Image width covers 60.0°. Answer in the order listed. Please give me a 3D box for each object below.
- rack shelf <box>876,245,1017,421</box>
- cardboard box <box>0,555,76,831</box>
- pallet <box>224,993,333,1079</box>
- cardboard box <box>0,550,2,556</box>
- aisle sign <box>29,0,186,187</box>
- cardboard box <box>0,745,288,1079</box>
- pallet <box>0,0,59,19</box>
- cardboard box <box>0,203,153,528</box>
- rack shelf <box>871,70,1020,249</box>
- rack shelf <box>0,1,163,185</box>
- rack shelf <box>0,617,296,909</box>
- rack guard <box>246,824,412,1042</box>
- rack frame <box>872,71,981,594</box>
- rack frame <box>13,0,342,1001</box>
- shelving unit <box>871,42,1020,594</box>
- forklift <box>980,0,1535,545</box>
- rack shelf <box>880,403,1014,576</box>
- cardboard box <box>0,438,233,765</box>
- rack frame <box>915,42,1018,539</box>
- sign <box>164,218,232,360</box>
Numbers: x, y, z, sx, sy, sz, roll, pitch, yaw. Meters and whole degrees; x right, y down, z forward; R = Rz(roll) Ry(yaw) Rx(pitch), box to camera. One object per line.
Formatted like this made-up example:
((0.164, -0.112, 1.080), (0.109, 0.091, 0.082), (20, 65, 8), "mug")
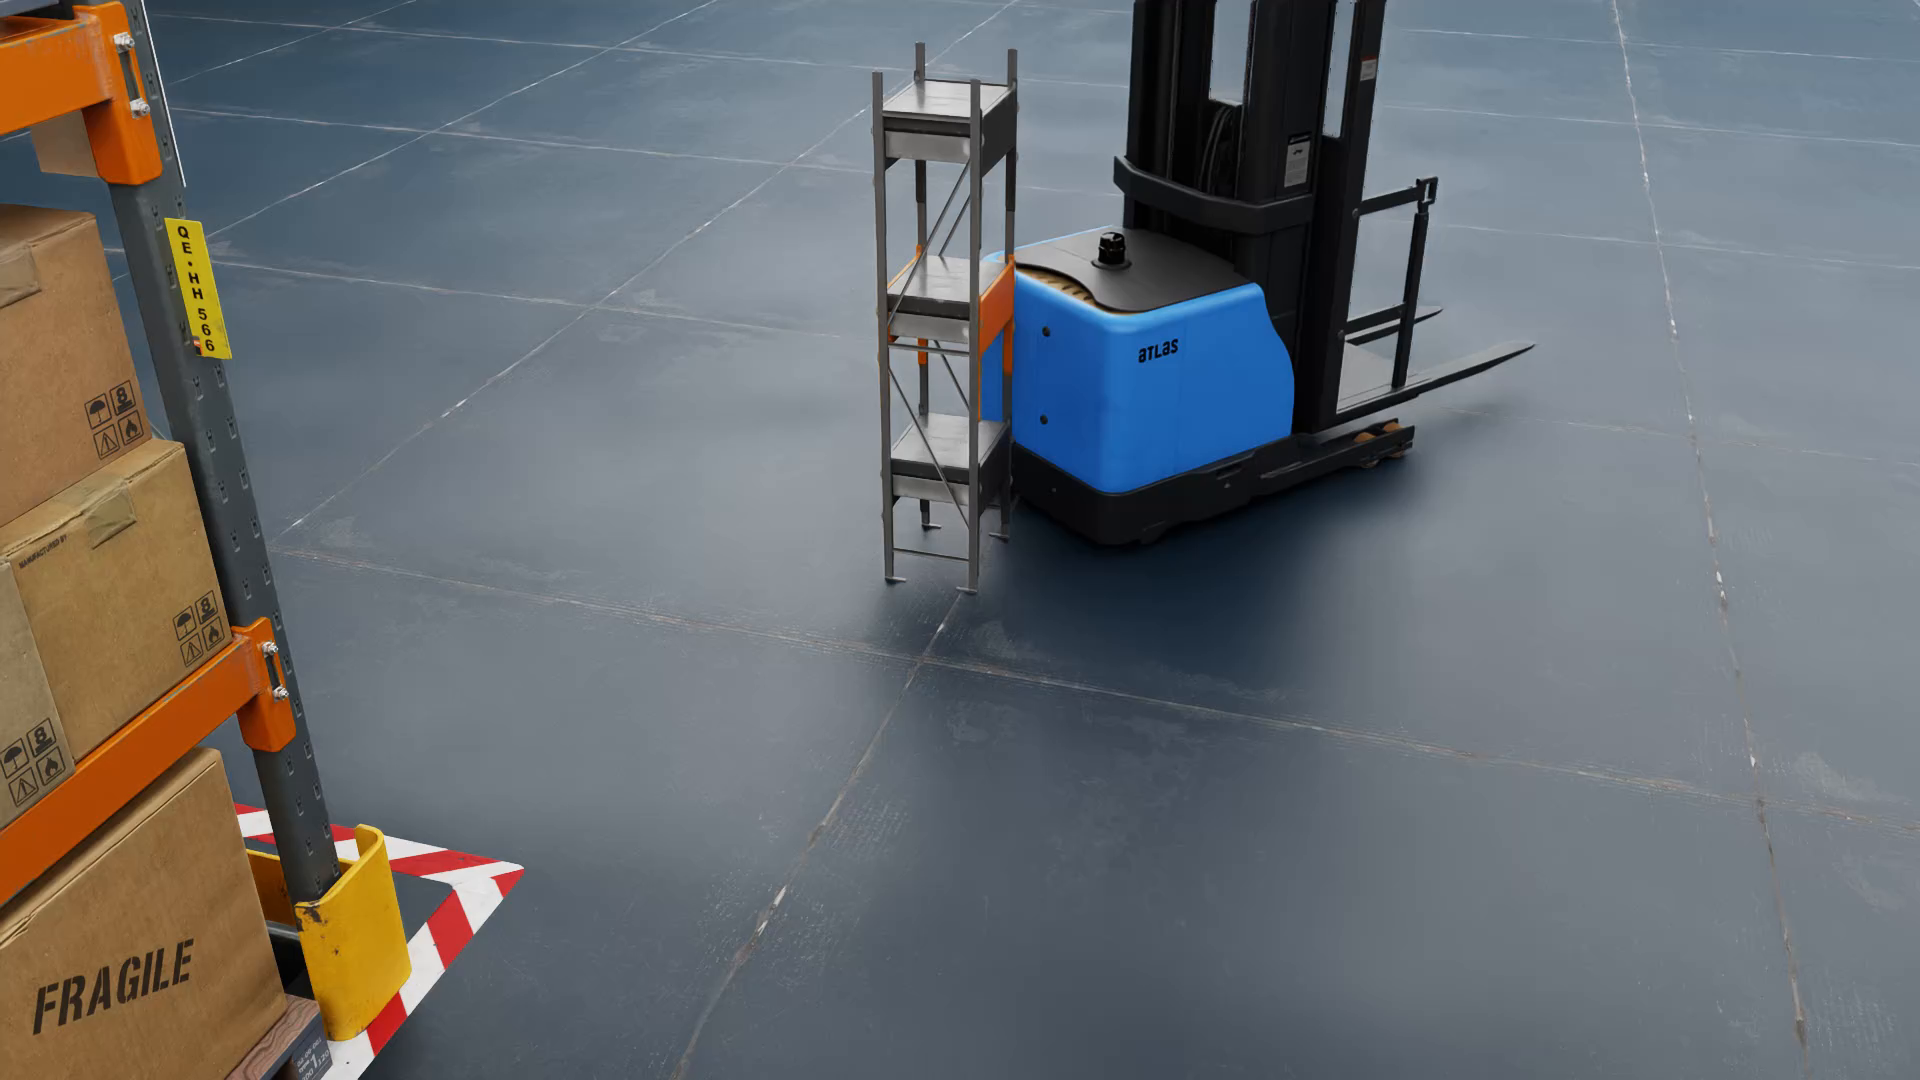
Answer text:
((-0.049, -0.829, 6.608), (0.431, 0.518, 0.480), (8, 30, 15), "rack shelf")
((-2.436, 0.335, 3.407), (0.875, 0.550, 0.550), (8, 30, 15), "cardboard box")
((-2.390, 1.565, 4.221), (1.003, 0.211, 1.213), (8, 30, 15), "pallet")
((-2.449, -0.139, 3.148), (0.875, 0.550, 0.550), (8, 30, 15), "cardboard box")
((-1.922, -1.163, 3.581), (0.394, 0.787, 0.004), (8, 30, 15), "aisle sign")
((-2.366, 1.033, 4.062), (0.875, 0.875, 0.875), (9, 30, 15), "cardboard box")
((-2.438, -0.963, 2.901), (1.003, 0.211, 1.213), (8, 30, 15), "pallet")
((-2.376, -0.407, 3.632), (0.875, 0.550, 0.550), (8, 30, 15), "cardboard box")
((-0.049, -1.440, 6.268), (0.431, 0.518, 0.480), (8, 30, 15), "rack shelf")
((-2.817, -0.104, 2.006), (1.077, 0.370, 4.000), (8, 30, 15), "rack shelf")
((-2.817, 1.207, 2.735), (1.077, 0.370, 4.000), (8, 30, 15), "rack shelf")
((-2.223, 1.044, 4.858), (1.175, 0.500, 0.348), (8, 30, 15), "rack guard")
((-0.120, -0.727, 6.397), (0.400, 2.100, 0.015), (8, 30, 15), "rack frame")
((-2.230, -0.037, 4.231), (1.000, 3.000, 0.127), (8, 30, 15), "rack frame")
((-0.049, -0.841, 6.601), (0.431, 2.100, 0.503), (8, 30, 15), "shelving unit")
((1.555, -1.809, 7.487), (3.031, 2.935, 1.130), (-19, 34, -30), "forklift")
((-0.049, -0.217, 6.948), (0.431, 0.518, 0.480), (8, 30, 15), "rack shelf")
((-2.295, 0.077, 3.873), (0.875, 0.550, 0.550), (8, 30, 15), "cardboard box")
((0.023, -0.954, 6.805), (0.400, 2.100, 0.015), (8, 30, 15), "rack frame")
((-1.715, -0.562, 3.741), (0.100, 0.325, 0.005), (8, 30, 15), "sign")
